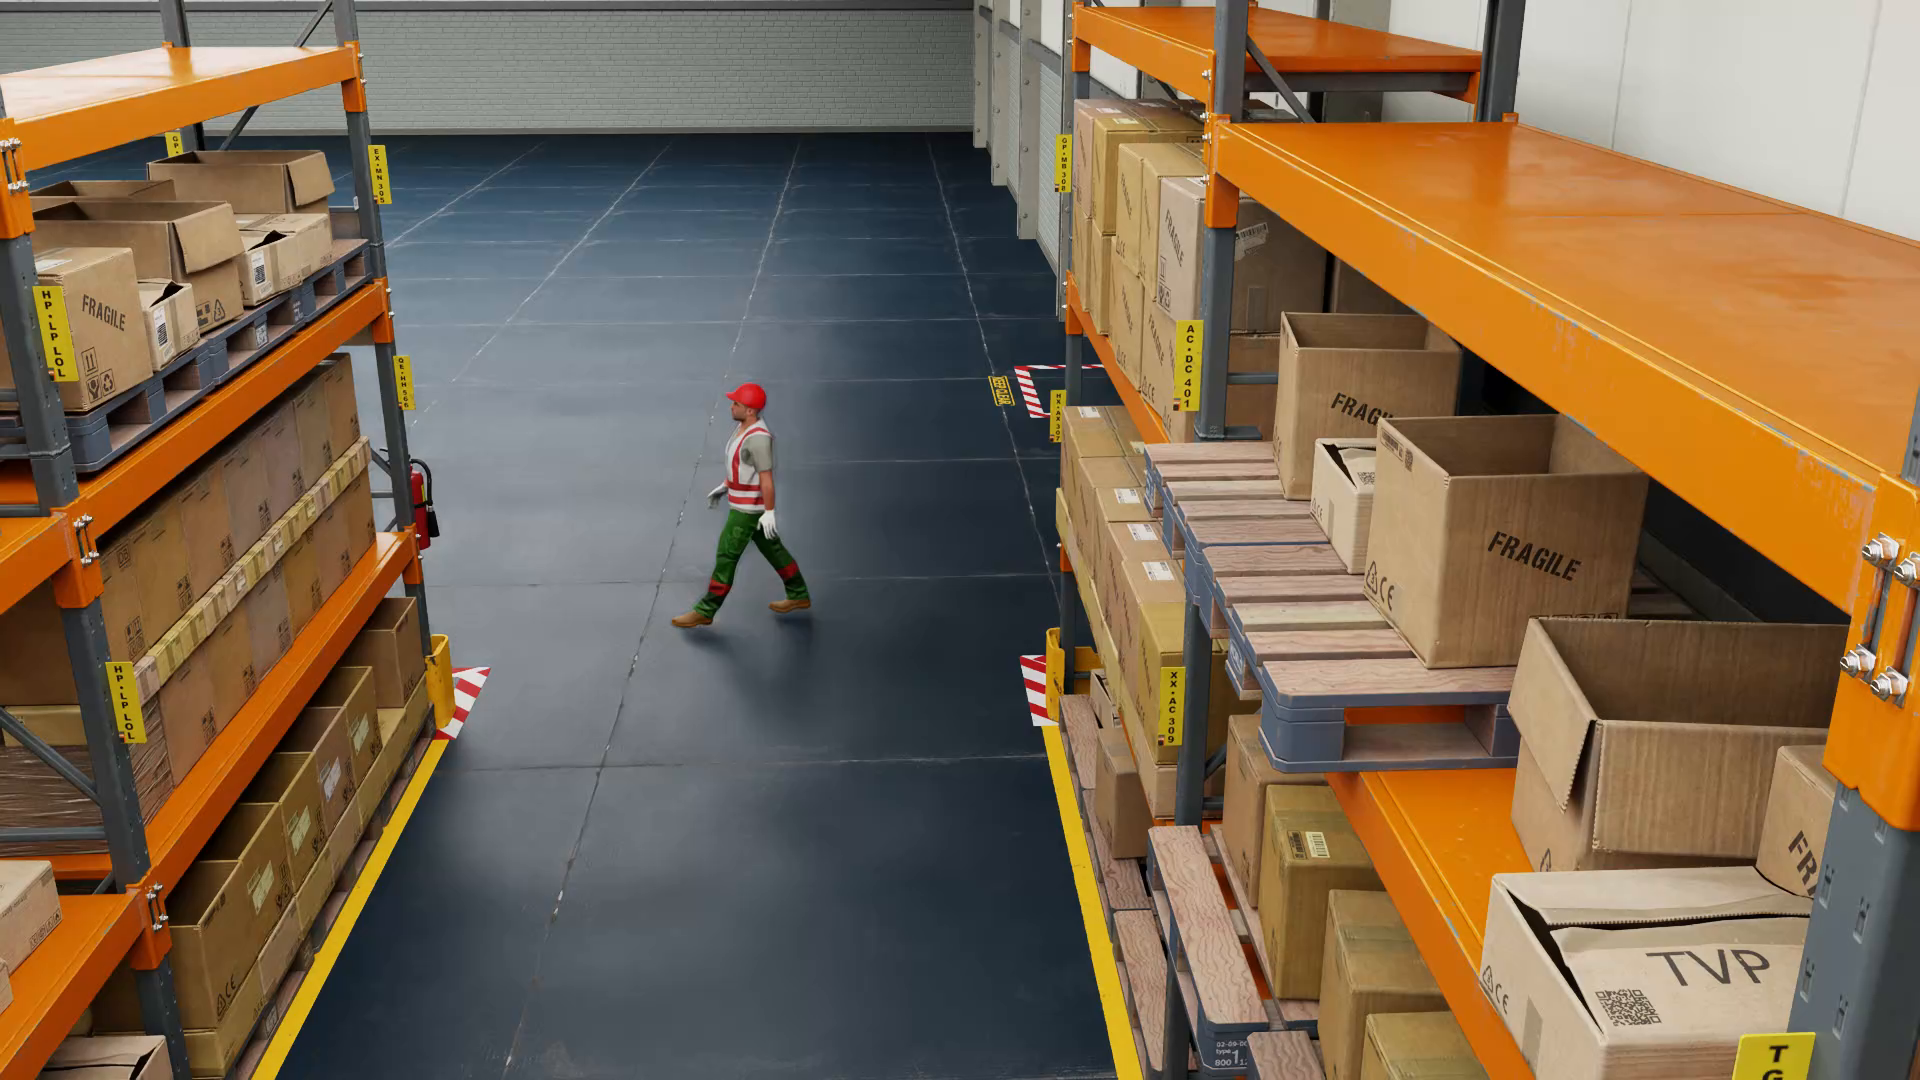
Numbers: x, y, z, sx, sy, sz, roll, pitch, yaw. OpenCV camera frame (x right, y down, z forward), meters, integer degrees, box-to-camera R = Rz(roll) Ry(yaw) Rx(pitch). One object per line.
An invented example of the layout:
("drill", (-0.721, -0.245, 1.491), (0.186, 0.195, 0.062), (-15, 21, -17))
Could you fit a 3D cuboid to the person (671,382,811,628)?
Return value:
("person", (-1.579, -0.265, 11.730), (1.011, 1.734, 0.589), (-4, 21, -10))
